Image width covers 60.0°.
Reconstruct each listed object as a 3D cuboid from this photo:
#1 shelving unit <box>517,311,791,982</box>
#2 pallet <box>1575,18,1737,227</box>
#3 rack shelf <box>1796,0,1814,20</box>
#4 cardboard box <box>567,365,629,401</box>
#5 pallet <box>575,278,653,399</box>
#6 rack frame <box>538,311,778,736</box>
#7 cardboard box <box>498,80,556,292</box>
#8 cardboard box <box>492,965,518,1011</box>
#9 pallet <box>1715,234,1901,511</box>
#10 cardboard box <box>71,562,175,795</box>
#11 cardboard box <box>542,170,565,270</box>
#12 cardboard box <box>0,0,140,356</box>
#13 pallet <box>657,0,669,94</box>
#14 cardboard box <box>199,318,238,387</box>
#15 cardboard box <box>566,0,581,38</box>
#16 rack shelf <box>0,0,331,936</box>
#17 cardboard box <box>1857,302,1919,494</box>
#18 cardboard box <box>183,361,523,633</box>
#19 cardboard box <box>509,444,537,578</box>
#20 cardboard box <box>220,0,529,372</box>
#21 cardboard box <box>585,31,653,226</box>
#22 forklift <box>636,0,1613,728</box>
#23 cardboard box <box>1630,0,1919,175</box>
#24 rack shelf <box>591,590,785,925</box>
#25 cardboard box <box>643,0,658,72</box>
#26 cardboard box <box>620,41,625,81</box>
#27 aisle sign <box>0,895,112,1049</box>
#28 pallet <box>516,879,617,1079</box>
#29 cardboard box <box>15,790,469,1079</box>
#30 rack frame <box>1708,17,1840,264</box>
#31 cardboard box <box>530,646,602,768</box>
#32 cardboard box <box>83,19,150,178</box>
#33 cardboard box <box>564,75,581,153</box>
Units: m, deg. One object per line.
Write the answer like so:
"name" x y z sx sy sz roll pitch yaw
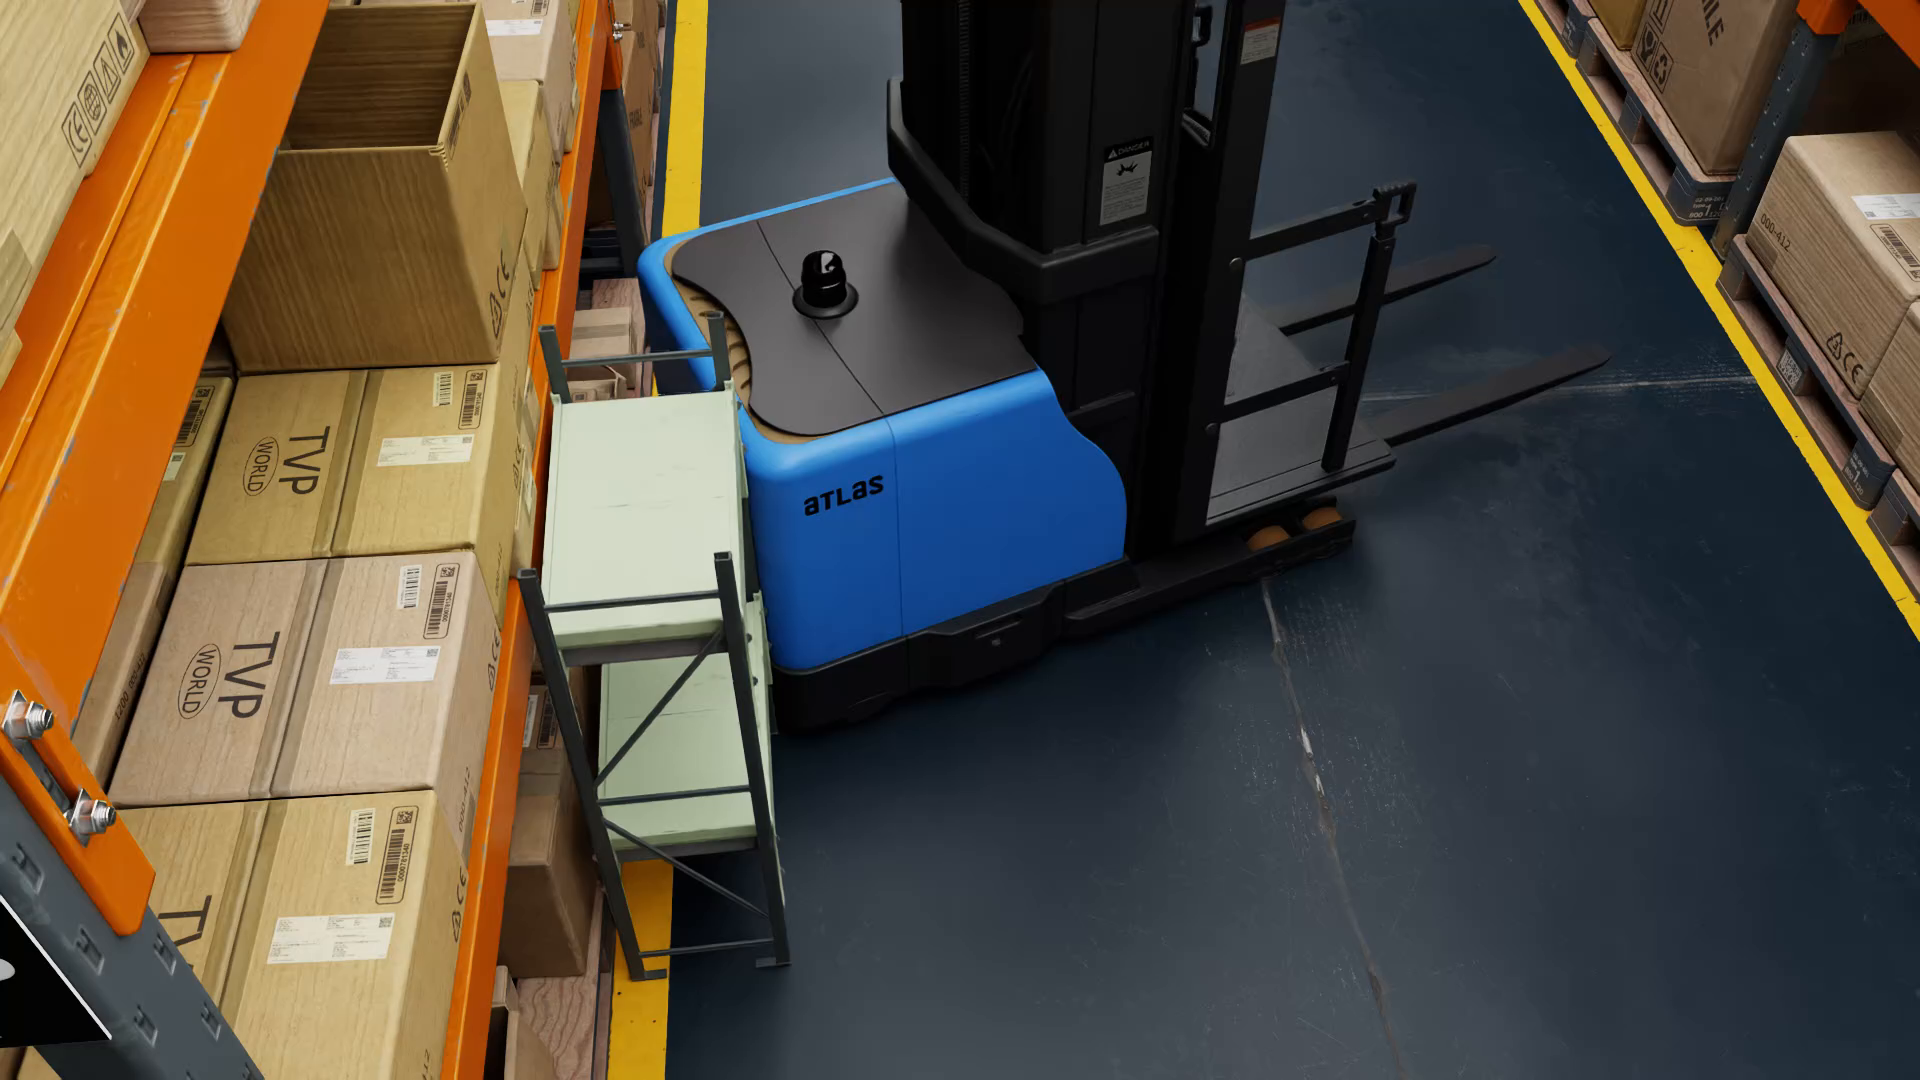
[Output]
"shelving unit" -0.674 0.305 3.921 0.431 1.500 0.755 -5 46 -5
"pallet" 3.207 -1.738 6.750 1.003 0.211 1.213 -3 47 -3
"rack shelf" 3.179 -3.343 6.845 1.077 0.370 4.000 -3 47 -3
"cardboard box" -1.230 -0.399 5.156 0.396 0.266 0.258 -2 47 -2
"pallet" -1.543 -0.383 5.467 1.003 0.211 1.213 -3 47 -3
"rack frame" -0.718 0.043 4.173 0.400 1.500 0.023 -5 46 -5
"cardboard box" -1.228 -0.813 3.852 0.500 0.250 0.500 -4 47 -4
"cardboard box" -1.218 1.133 3.785 0.380 0.149 0.250 -5 47 -5
"pallet" 3.332 -0.629 5.701 1.003 0.211 1.213 -3 47 -3
"cardboard box" -1.609 0.315 2.784 0.500 0.250 0.500 -3 47 -3
"cardboard box" -1.187 -0.789 4.104 0.380 0.149 0.250 -4 47 -4
"cardboard box" -1.029 -0.364 1.362 0.500 0.250 0.500 -4 47 -4
"pallet" -1.810 -2.351 7.331 1.003 0.211 1.213 -3 47 -3
"cardboard box" -1.690 -0.422 3.482 0.500 0.250 0.500 -4 47 -3
"cardboard box" -1.313 -1.536 4.537 0.500 0.250 0.500 -2 47 -2
"rack shelf" -1.432 -1.176 2.727 1.077 0.370 4.000 -3 47 -3
"cardboard box" 3.368 -0.298 4.942 0.875 0.438 0.875 -5 47 -4
"cardboard box" -1.122 -0.071 3.150 0.500 0.250 0.500 -4 47 -4
"cardboard box" -1.077 -0.048 3.402 0.380 0.149 0.250 -5 47 -4
"cardboard box" -1.160 -0.683 3.213 0.500 0.500 0.500 -2 47 -2
"cardboard box" -1.415 -1.487 6.025 0.500 0.500 0.500 -2 47 -2
"forklift" 0.660 -1.219 4.385 3.031 2.935 1.130 -19 49 -17
"cardboard box" 3.215 -2.001 6.253 0.875 0.875 0.875 -2 47 -2
"rack shelf" -0.673 0.531 4.155 0.431 0.370 0.720 -5 46 -5
"cardboard box" -1.507 -2.233 6.731 0.500 0.500 0.500 -5 47 -4
"cardboard box" -1.364 -1.622 5.706 0.380 0.149 0.250 -1 47 -1
"aisle sign" -0.966 0.193 1.211 0.394 0.787 0.004 -3 47 -3
"pallet" -1.338 1.383 3.795 1.003 0.211 1.213 -3 47 -3
"cardboard box" -1.034 0.660 2.457 0.500 0.250 0.500 -3 47 -3
"rack frame" 3.347 -2.143 5.214 1.000 3.000 0.127 -3 47 -3
"cardboard box" -1.198 0.313 4.320 0.500 0.500 0.500 -3 47 -3
"cardboard box" -1.112 -0.509 1.773 0.380 0.149 0.250 -3 47 -3
"cardboard box" -1.232 -1.163 4.459 0.380 0.149 0.250 -2 47 -2
